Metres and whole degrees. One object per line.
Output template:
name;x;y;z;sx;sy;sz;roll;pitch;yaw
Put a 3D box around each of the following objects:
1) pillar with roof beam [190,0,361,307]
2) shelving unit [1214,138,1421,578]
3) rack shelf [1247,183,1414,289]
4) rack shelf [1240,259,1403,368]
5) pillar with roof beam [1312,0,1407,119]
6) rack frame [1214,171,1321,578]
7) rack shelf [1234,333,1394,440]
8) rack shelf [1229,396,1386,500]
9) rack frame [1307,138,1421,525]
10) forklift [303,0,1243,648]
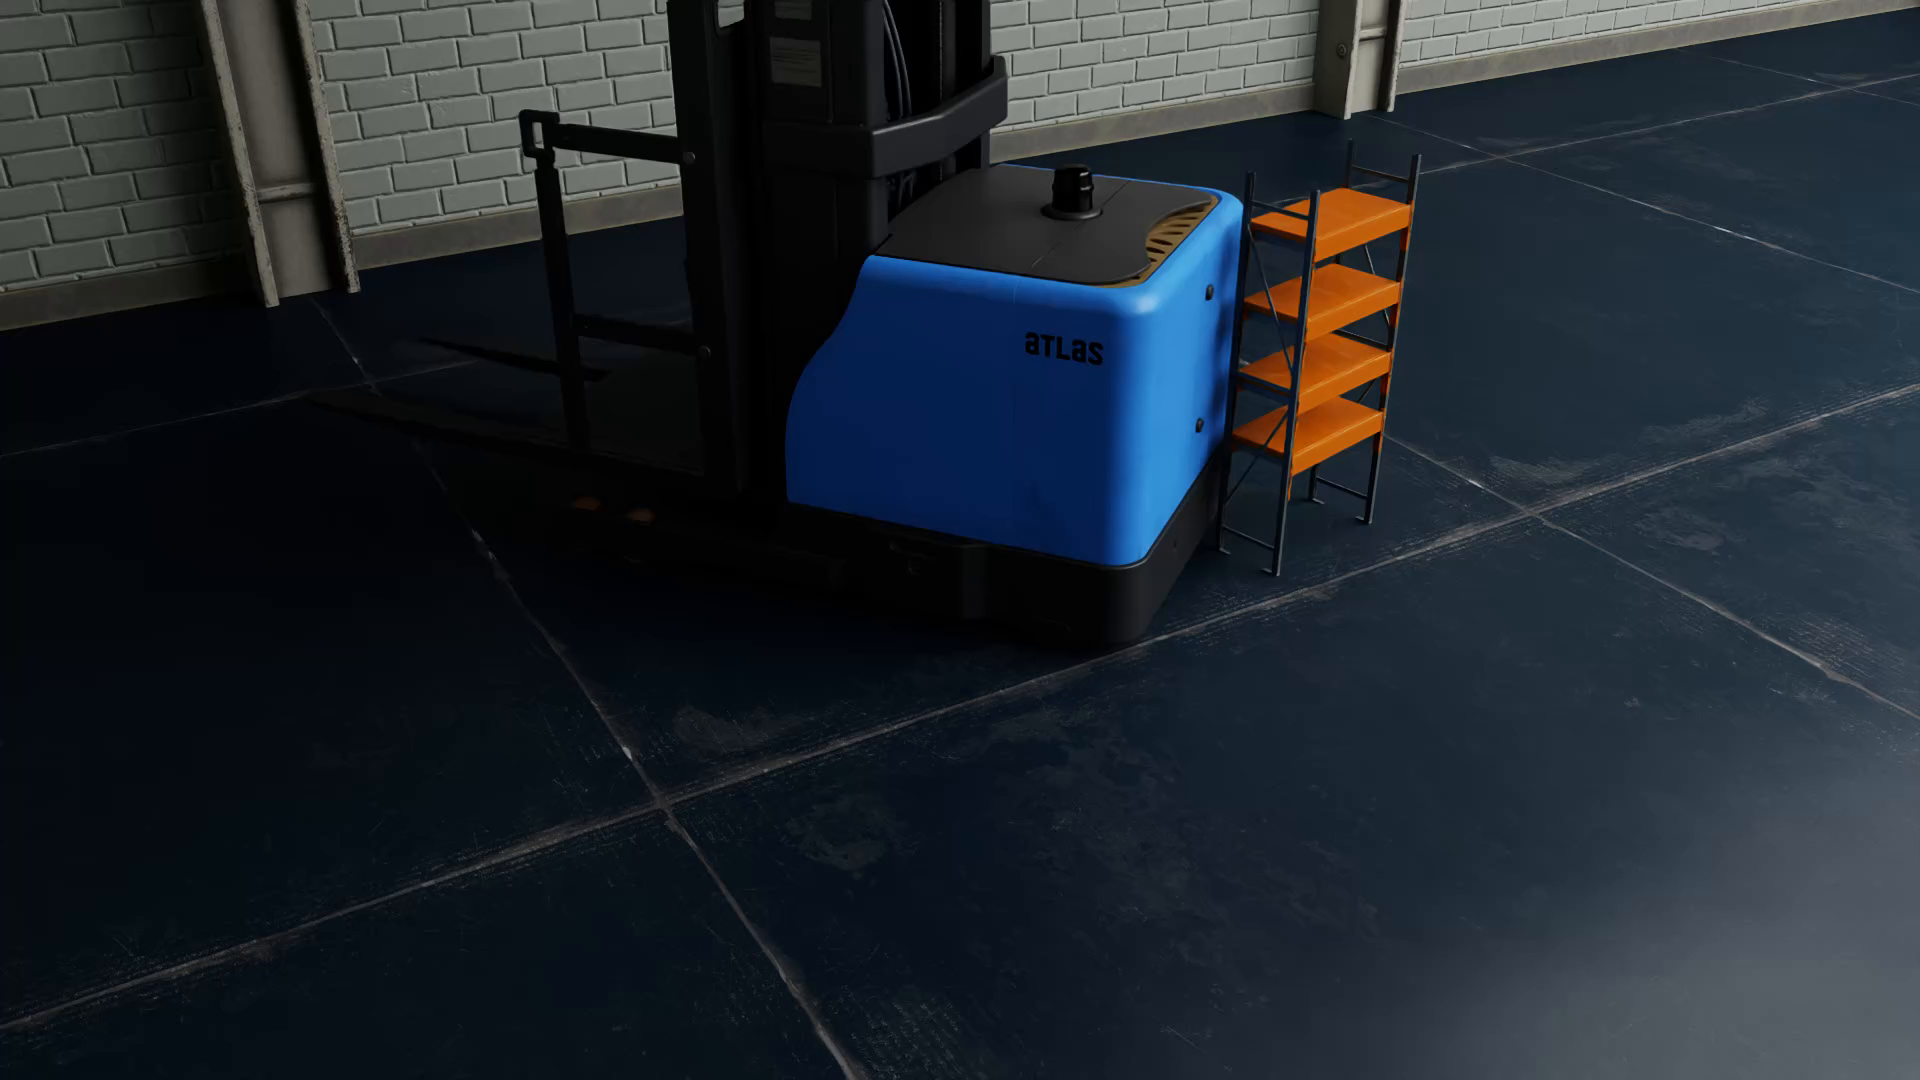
pillar with roof beam;-0.663;-3.241;1.809;0.400;9.000;9.100;-16;33;-26
shelving unit;1.059;-0.537;4.981;0.503;1.200;0.258;-25;37;-37
rack shelf;1.059;-0.881;4.792;0.480;0.148;0.258;-25;37;-37
rack shelf;1.059;-0.674;4.906;0.480;0.148;0.258;-25;37;-37
pillar with roof beam;4.510;-4.710;4.470;0.400;9.000;9.100;-16;33;-26
rack frame;0.882;-0.456;4.834;0.015;1.200;0.240;-25;37;-37
rack shelf;1.059;-0.478;5.014;0.480;0.148;0.258;-25;37;-37
rack shelf;1.059;-0.304;5.110;0.480;0.148;0.258;-25;37;-37
rack frame;1.235;-0.619;5.129;0.015;1.200;0.240;-25;37;-37
forklift;-0.717;-1.435;4.818;3.031;2.935;1.130;12;31;20
